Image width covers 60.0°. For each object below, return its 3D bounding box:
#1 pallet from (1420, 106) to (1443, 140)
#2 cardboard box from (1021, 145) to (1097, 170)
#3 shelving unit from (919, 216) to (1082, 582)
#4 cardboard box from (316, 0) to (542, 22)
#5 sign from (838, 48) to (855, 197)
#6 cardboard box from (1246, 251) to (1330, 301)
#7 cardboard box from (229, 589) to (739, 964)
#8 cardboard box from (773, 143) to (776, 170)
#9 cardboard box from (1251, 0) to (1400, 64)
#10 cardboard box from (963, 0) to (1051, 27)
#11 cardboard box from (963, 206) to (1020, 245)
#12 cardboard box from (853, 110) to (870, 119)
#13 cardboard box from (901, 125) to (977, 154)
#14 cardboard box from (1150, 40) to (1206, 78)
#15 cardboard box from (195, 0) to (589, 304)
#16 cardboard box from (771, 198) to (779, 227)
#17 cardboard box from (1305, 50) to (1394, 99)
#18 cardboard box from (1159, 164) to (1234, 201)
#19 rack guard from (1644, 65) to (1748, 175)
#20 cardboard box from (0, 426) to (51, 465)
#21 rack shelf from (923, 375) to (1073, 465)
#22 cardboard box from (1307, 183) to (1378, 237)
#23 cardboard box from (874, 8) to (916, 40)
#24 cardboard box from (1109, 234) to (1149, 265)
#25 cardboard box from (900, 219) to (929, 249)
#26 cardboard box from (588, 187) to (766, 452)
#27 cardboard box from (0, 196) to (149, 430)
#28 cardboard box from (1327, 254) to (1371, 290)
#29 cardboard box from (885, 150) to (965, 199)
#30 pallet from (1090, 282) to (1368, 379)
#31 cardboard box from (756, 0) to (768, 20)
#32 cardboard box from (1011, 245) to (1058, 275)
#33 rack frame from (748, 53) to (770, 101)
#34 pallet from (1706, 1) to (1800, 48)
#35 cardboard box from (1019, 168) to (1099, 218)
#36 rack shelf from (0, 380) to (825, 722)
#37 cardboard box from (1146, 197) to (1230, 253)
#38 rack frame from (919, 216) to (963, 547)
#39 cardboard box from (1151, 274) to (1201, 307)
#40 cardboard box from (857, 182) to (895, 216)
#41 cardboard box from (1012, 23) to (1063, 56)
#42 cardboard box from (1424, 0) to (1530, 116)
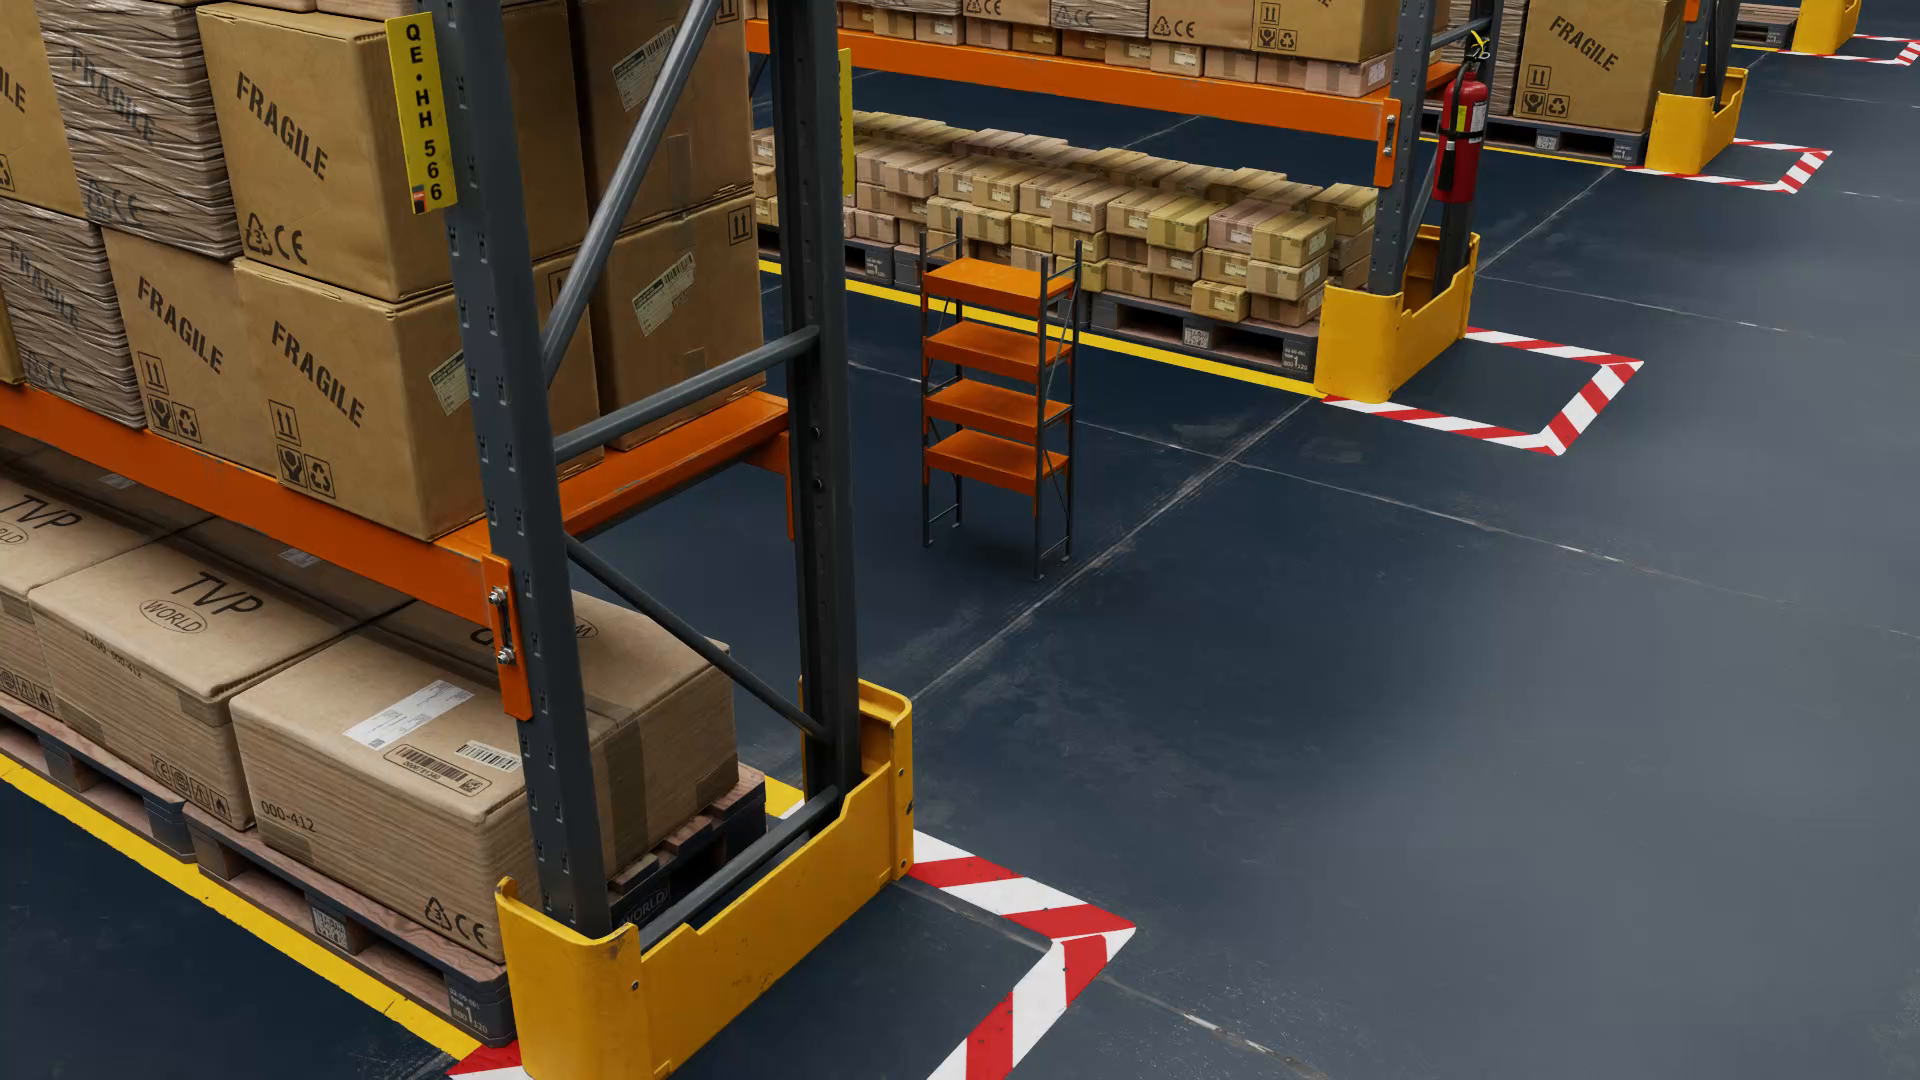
[{"bbox_3d":[3.314,-3.252,12.408,1.213,0.211,1.003,17,32,30],"label":"pallet"},{"bbox_3d":[0.531,-1.980,8.857,0.250,0.149,0.380,17,32,30],"label":"cardboard box"},{"bbox_3d":[0.136,-0.492,5.894,0.503,1.200,0.258,17,32,30],"label":"shelving unit"},{"bbox_3d":[-1.001,-1.097,3.171,0.250,0.149,0.380,18,32,31],"label":"cardboard box"},{"bbox_3d":[-0.272,-0.928,3.724,0.005,0.325,0.100,17,32,30],"label":"sign"},{"bbox_3d":[1.531,-1.255,7.761,0.250,0.149,0.380,16,31,29],"label":"cardboard box"},{"bbox_3d":[-1.192,0.522,4.279,0.875,0.438,0.875,16,31,29],"label":"cardboard box"},{"bbox_3d":[-0.809,-2.127,9.147,0.250,0.149,0.380,19,33,33],"label":"cardboard box"},{"bbox_3d":[1.612,-2.373,7.168,0.500,0.500,0.500,18,32,31],"label":"cardboard box"},{"bbox_3d":[0.361,-2.766,7.940,0.500,0.500,0.500,19,33,33],"label":"cardboard box"},{"bbox_3d":[0.224,-1.649,8.536,0.250,0.149,0.380,18,32,31],"label":"cardboard box"},{"bbox_3d":[-0.729,-2.392,9.667,0.250,0.149,0.380,18,32,32],"label":"cardboard box"},{"bbox_3d":[-0.117,-2.184,9.259,0.250,0.149,0.380,18,32,32],"label":"cardboard box"},{"bbox_3d":[1.076,-2.237,7.615,0.250,0.149,0.380,18,32,32],"label":"cardboard box"},{"bbox_3d":[-1.124,-0.826,3.352,0.500,0.500,0.500,18,32,32],"label":"cardboard box"},{"bbox_3d":[-0.832,-1.839,9.237,0.250,0.149,0.380,18,32,32],"label":"cardboard box"},{"bbox_3d":[1.699,-2.043,7.235,0.250,0.149,0.380,17,32,30],"label":"cardboard box"},{"bbox_3d":[1.206,-1.792,8.488,0.250,0.149,0.380,16,31,28],"label":"cardboard box"},{"bbox_3d":[5.039,-2.885,11.368,0.348,0.500,1.175,17,32,30],"label":"rack guard"},{"bbox_3d":[-3.432,-0.172,5.642,0.875,0.438,0.875,17,31,30],"label":"cardboard box"},{"bbox_3d":[0.136,-0.432,5.925,0.480,0.148,0.258,17,32,30],"label":"rack shelf"},{"bbox_3d":[1.888,-1.620,8.151,0.250,0.149,0.380,16,31,28],"label":"cardboard box"},{"bbox_3d":[-0.225,-2.649,8.424,0.250,0.149,0.380,18,32,31],"label":"cardboard box"},{"bbox_3d":[0.938,-1.495,8.234,0.250,0.149,0.380,17,31,30],"label":"cardboard box"},{"bbox_3d":[-0.119,-1.692,8.948,0.250,0.149,0.380,16,31,28],"label":"cardboard box"},{"bbox_3d":[-0.825,-0.576,3.964,0.500,0.500,0.500,17,32,30],"label":"cardboard box"},{"bbox_3d":[-1.974,-0.633,4.076,0.500,0.500,0.500,18,32,32],"label":"cardboard box"},{"bbox_3d":[1.877,-1.348,8.272,0.250,0.149,0.380,18,32,31],"label":"cardboard box"},{"bbox_3d":[-0.182,-1.926,8.752,0.250,0.149,0.380,18,32,31],"label":"cardboard box"},{"bbox_3d":[1.415,-1.176,8.328,1.213,0.211,1.003,17,32,30],"label":"pallet"},{"bbox_3d":[-0.866,-2.859,8.837,0.250,0.149,0.380,18,32,32],"label":"cardboard box"},{"bbox_3d":[0.467,-1.458,8.487,0.250,0.149,0.380,18,32,31],"label":"cardboard box"},{"bbox_3d":[-1.170,-3.204,9.239,0.127,3.000,1.000,17,32,30],"label":"rack frame"},{"bbox_3d":[7.166,-4.841,15.529,1.213,0.211,1.003,17,32,30],"label":"pallet"},{"bbox_3d":[0.503,-1.753,8.411,0.250,0.149,0.380,16,31,29],"label":"cardboard box"},{"bbox_3d":[-2.240,-0.494,4.706,4.000,0.370,1.077,17,32,30],"label":"rack shelf"},{"bbox_3d":[1.088,-1.505,7.925,0.250,0.149,0.380,17,31,29],"label":"cardboard box"},{"bbox_3d":[-0.065,-0.555,6.017,0.015,1.200,0.240,17,32,30],"label":"rack frame"},{"bbox_3d":[1.137,-1.279,8.137,0.250,0.149,0.380,17,32,30],"label":"cardboard box"},{"bbox_3d":[-0.350,-1.890,9.009,0.250,0.149,0.380,16,31,28],"label":"cardboard box"},{"bbox_3d":[0.459,-2.469,8.071,0.250,0.149,0.380,18,32,31],"label":"cardboard box"},{"bbox_3d":[3.696,-3.614,11.924,0.875,0.875,0.875,17,32,30],"label":"cardboard box"}]
